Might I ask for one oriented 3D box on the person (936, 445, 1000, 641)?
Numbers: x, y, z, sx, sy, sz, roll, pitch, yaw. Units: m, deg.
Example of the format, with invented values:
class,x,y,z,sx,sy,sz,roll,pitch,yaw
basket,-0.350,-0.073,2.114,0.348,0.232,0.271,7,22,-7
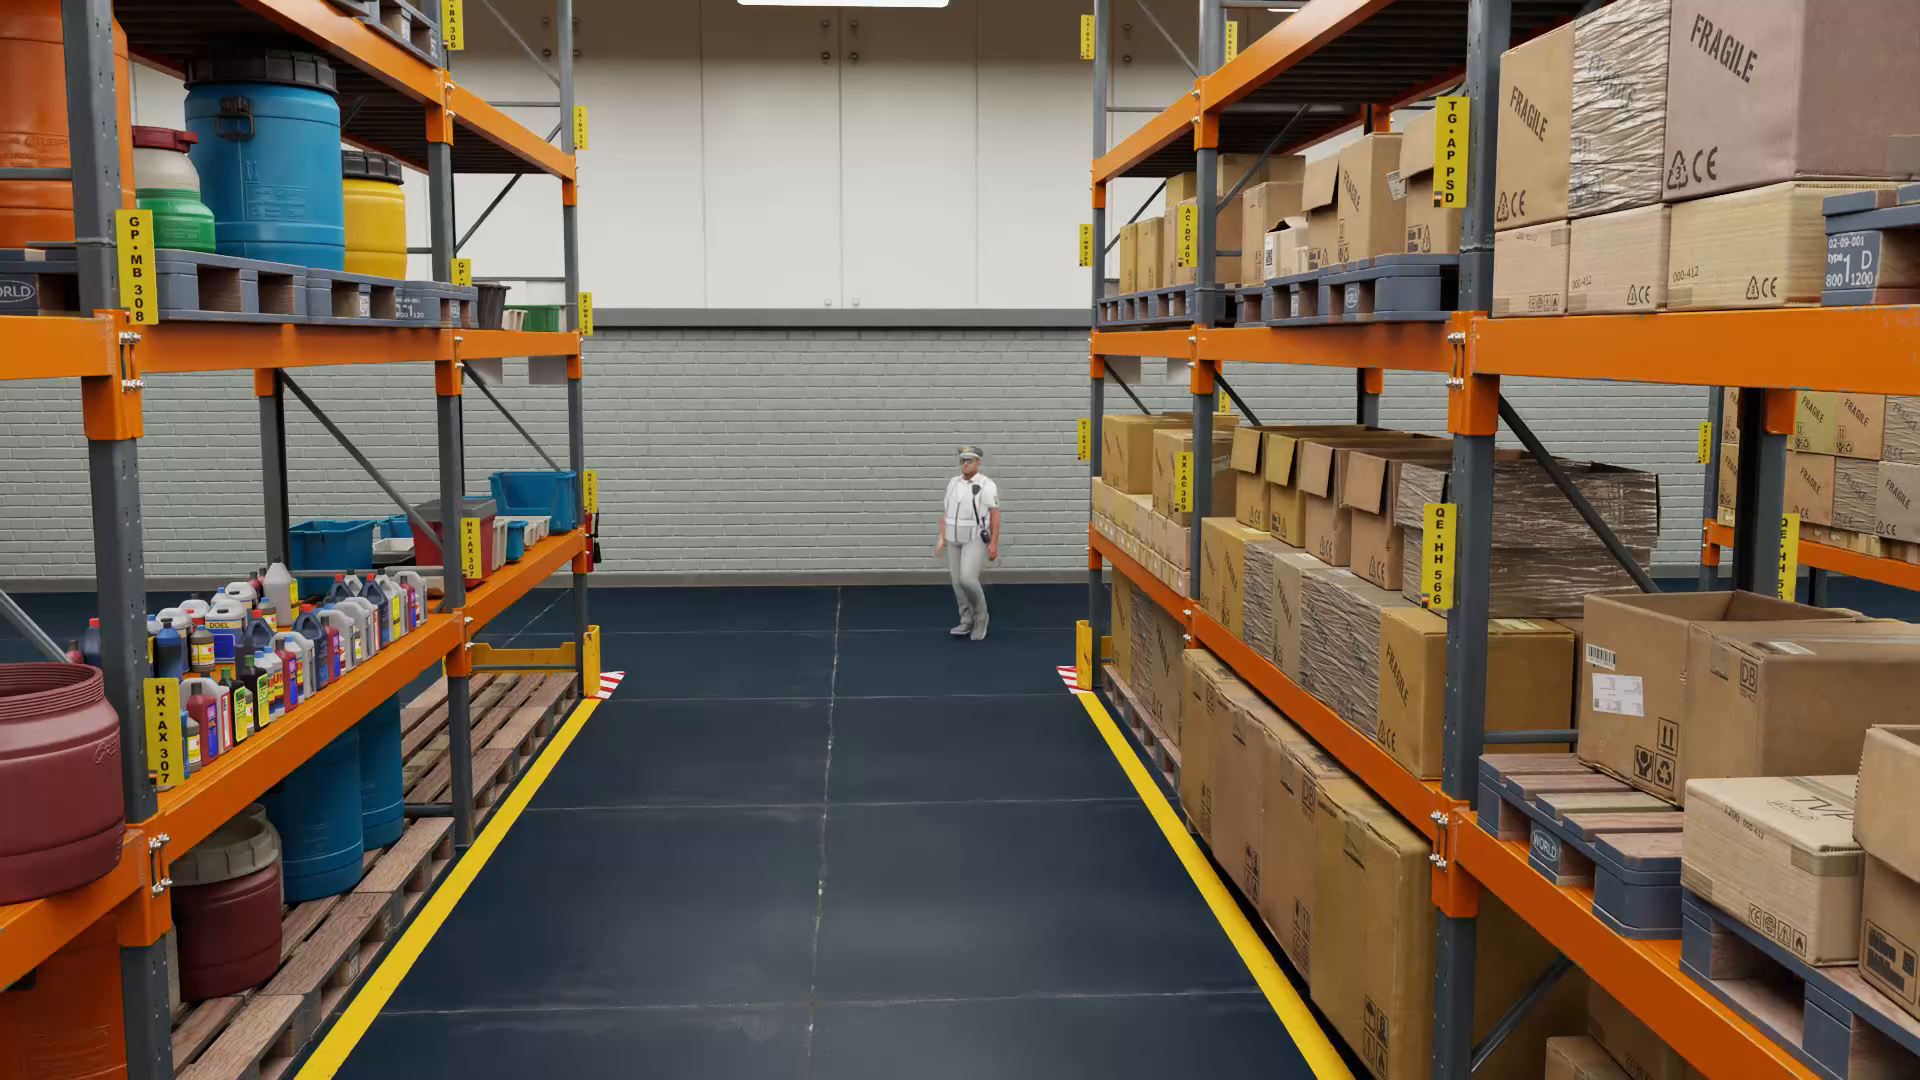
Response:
class,x,y,z,sx,sy,sz,roll,pitch,yaw
person,0.045,0.034,15.351,0.538,1.820,0.473,5,8,34
